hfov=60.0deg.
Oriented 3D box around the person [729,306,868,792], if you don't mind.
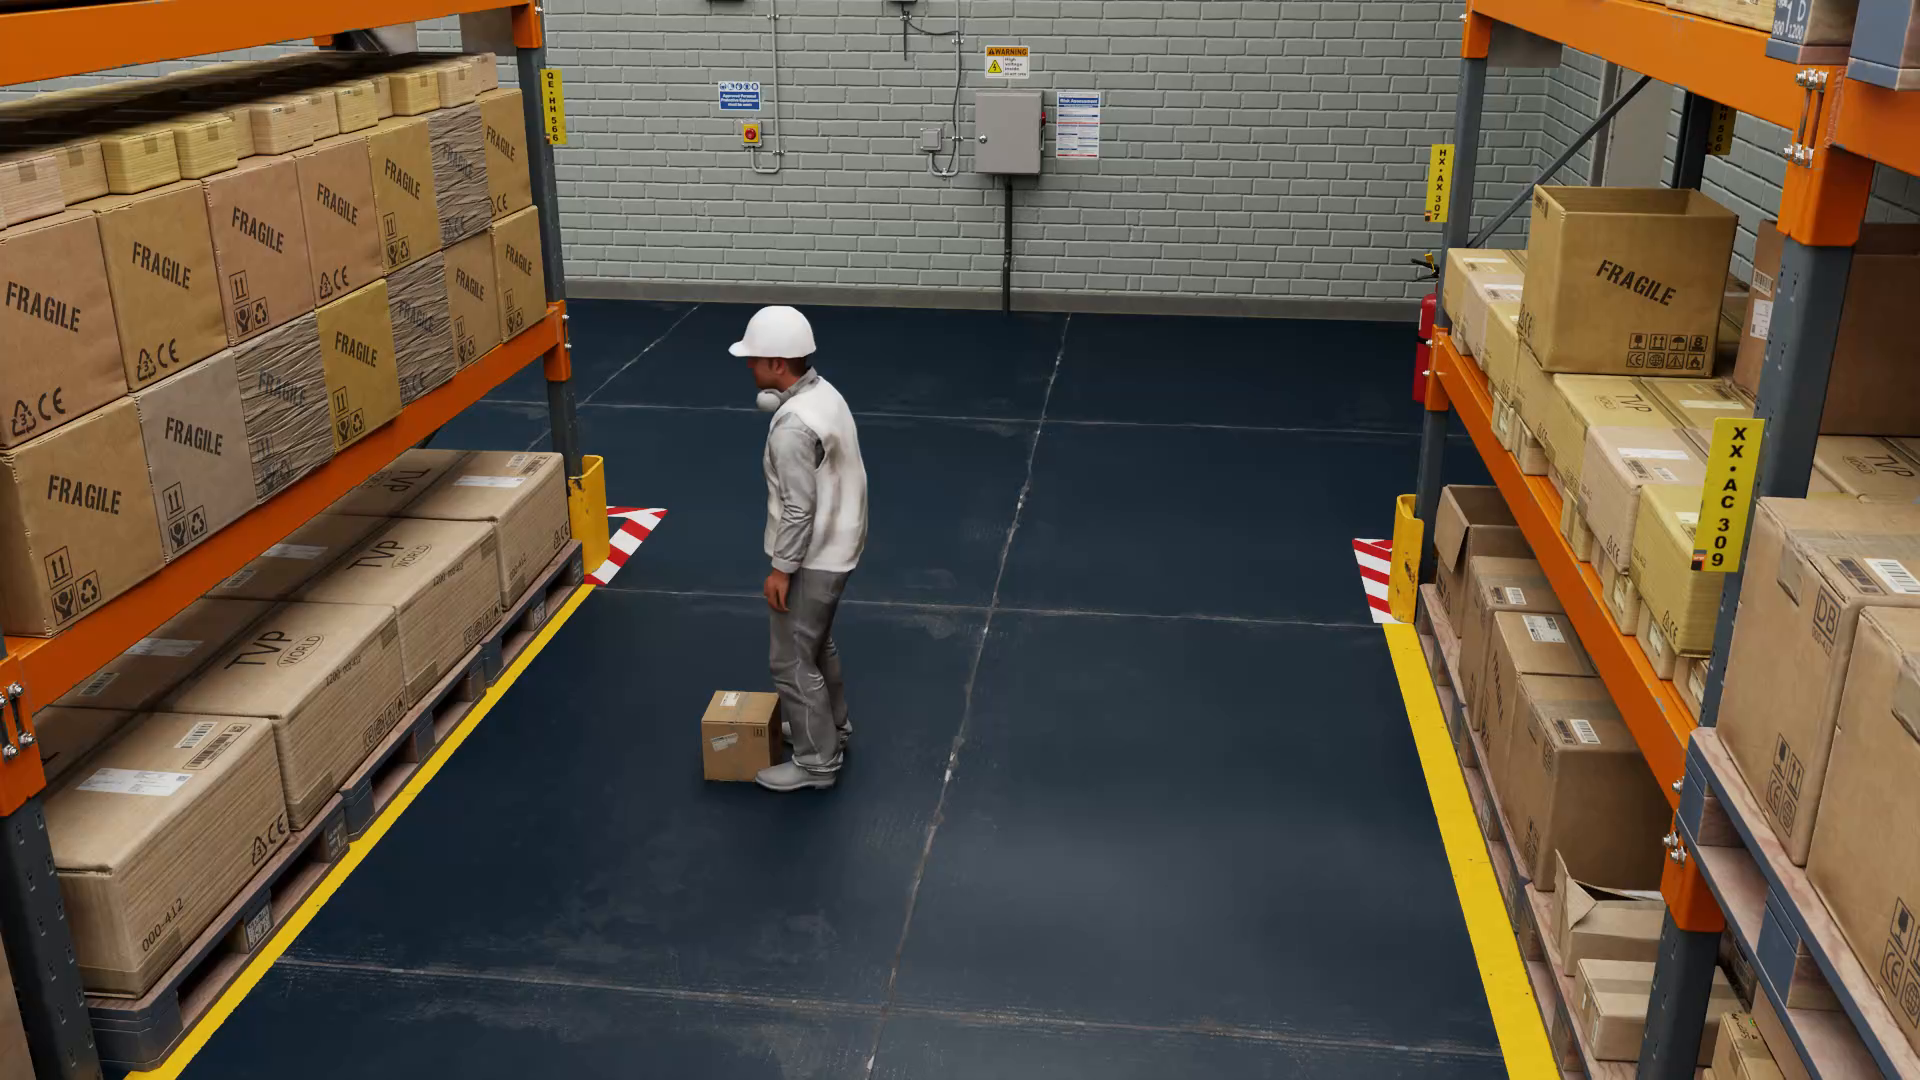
[{"bbox_3d":[-0.557,0.034,5.960,0.460,1.769,0.581,3,21,7],"label":"person"}]
